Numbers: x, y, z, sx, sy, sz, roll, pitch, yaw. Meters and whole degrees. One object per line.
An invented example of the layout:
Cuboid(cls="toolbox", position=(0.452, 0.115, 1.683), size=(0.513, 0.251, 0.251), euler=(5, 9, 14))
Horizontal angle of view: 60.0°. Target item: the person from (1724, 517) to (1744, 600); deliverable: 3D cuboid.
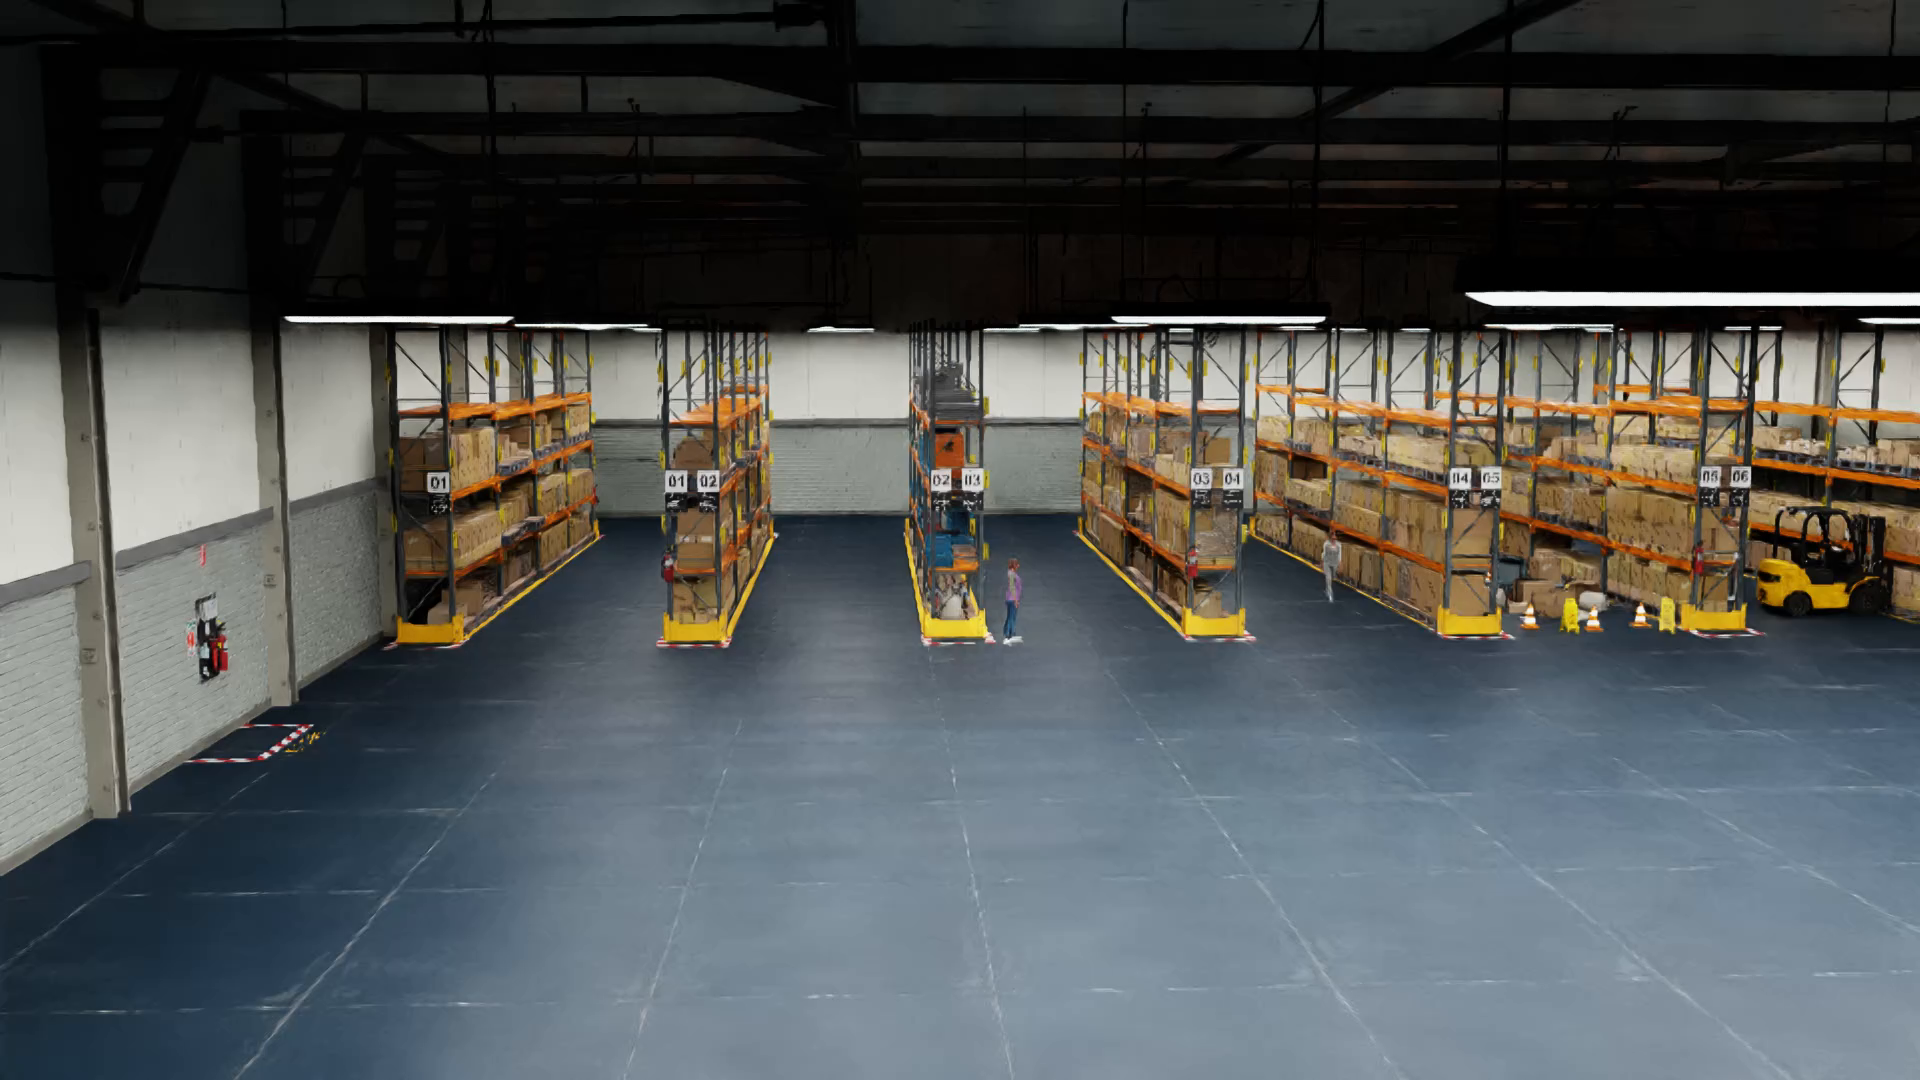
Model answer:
Cuboid(cls="person", position=(16.694, 0.382, 36.043), size=(0.605, 1.781, 0.678), euler=(3, 8, 21))

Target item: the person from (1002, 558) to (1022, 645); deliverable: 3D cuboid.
Cuboid(cls="person", position=(0.968, 1.119, 30.788), size=(0.345, 1.600, 0.578), euler=(1, 7, 7))

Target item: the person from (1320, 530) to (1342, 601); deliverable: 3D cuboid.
Cuboid(cls="person", position=(8.037, 0.523, 35.942), size=(0.415, 1.517, 1.041), euler=(-1, 7, -5))

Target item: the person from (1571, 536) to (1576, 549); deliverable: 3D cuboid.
Cuboid(cls="person", position=(16.083, -0.622, 44.107), size=(0.577, 1.783, 0.662), euler=(3, 8, 25))
